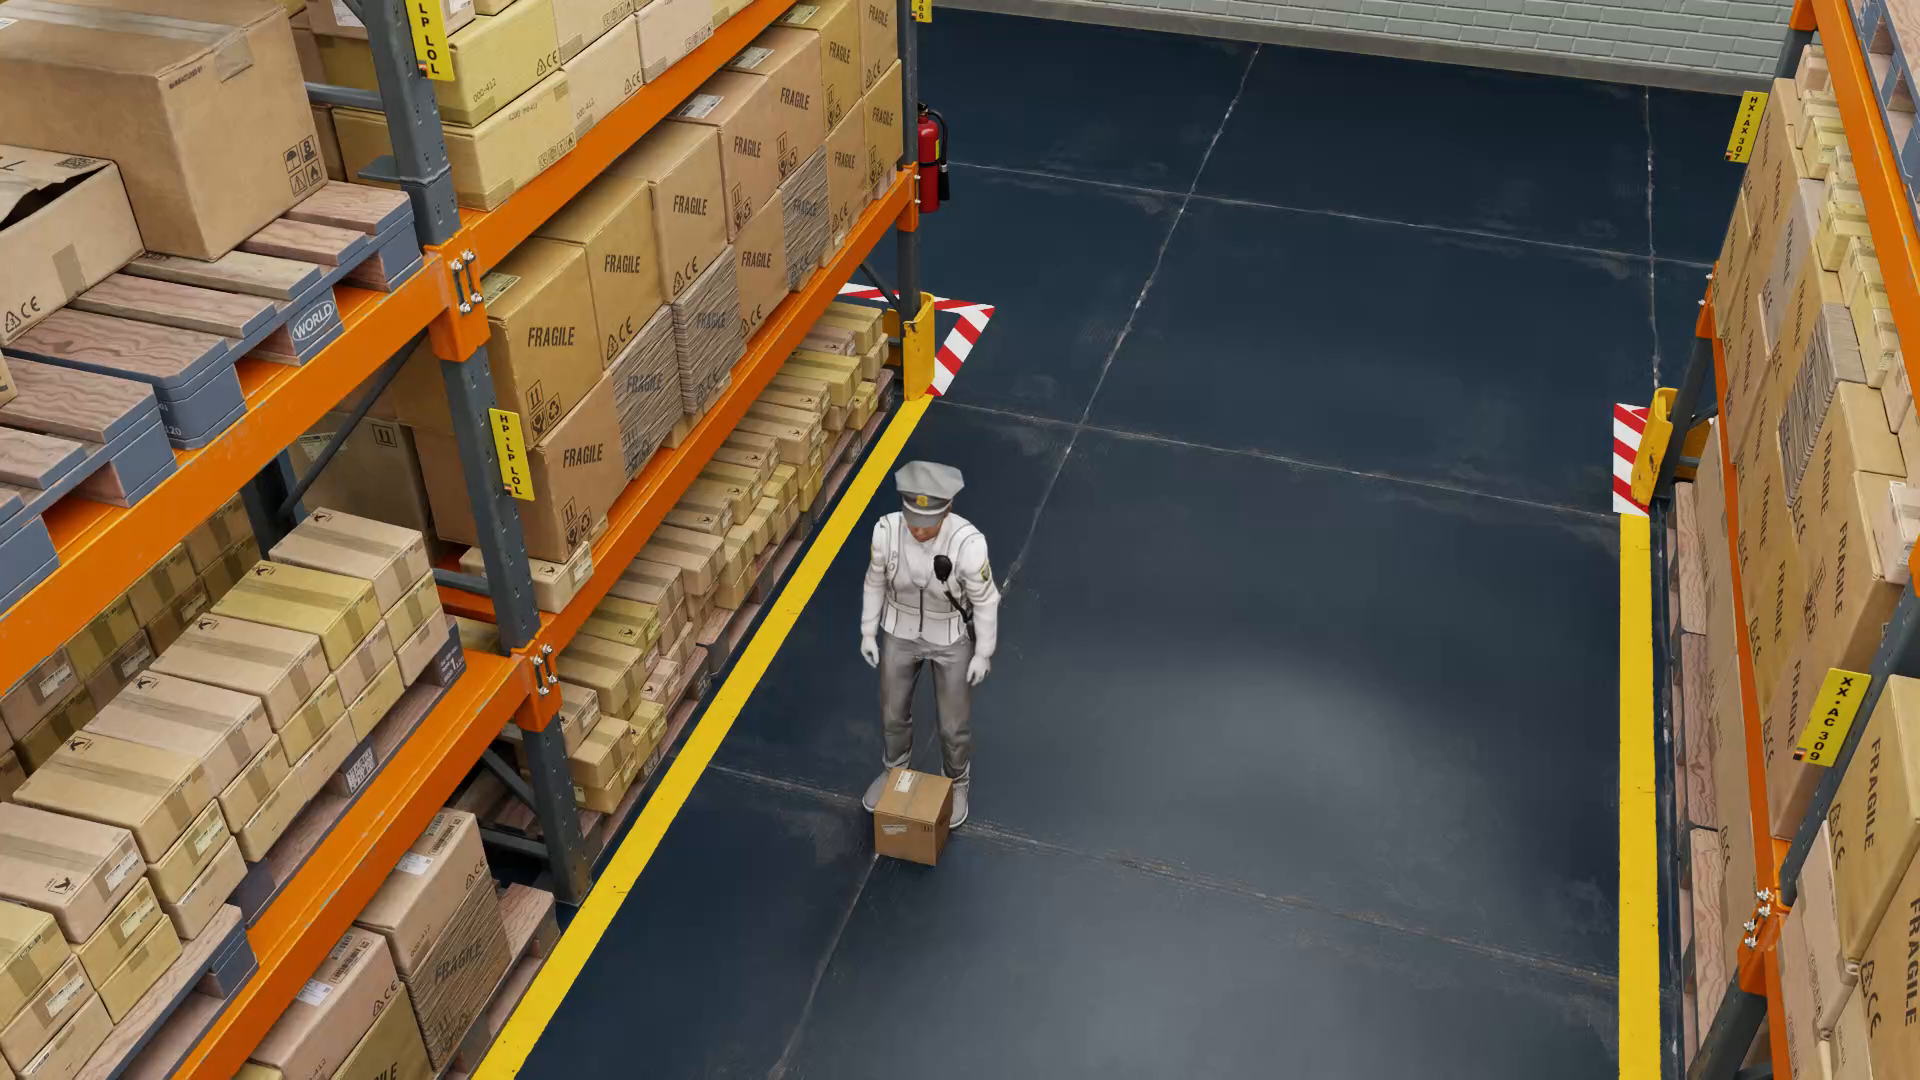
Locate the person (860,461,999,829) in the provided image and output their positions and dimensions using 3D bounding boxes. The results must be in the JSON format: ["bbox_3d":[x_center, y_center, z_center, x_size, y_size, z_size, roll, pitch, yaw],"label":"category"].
[{"bbox_3d":[-0.122,0.393,6.370,0.532,1.663,0.373,9,38,12],"label":"person"}]
